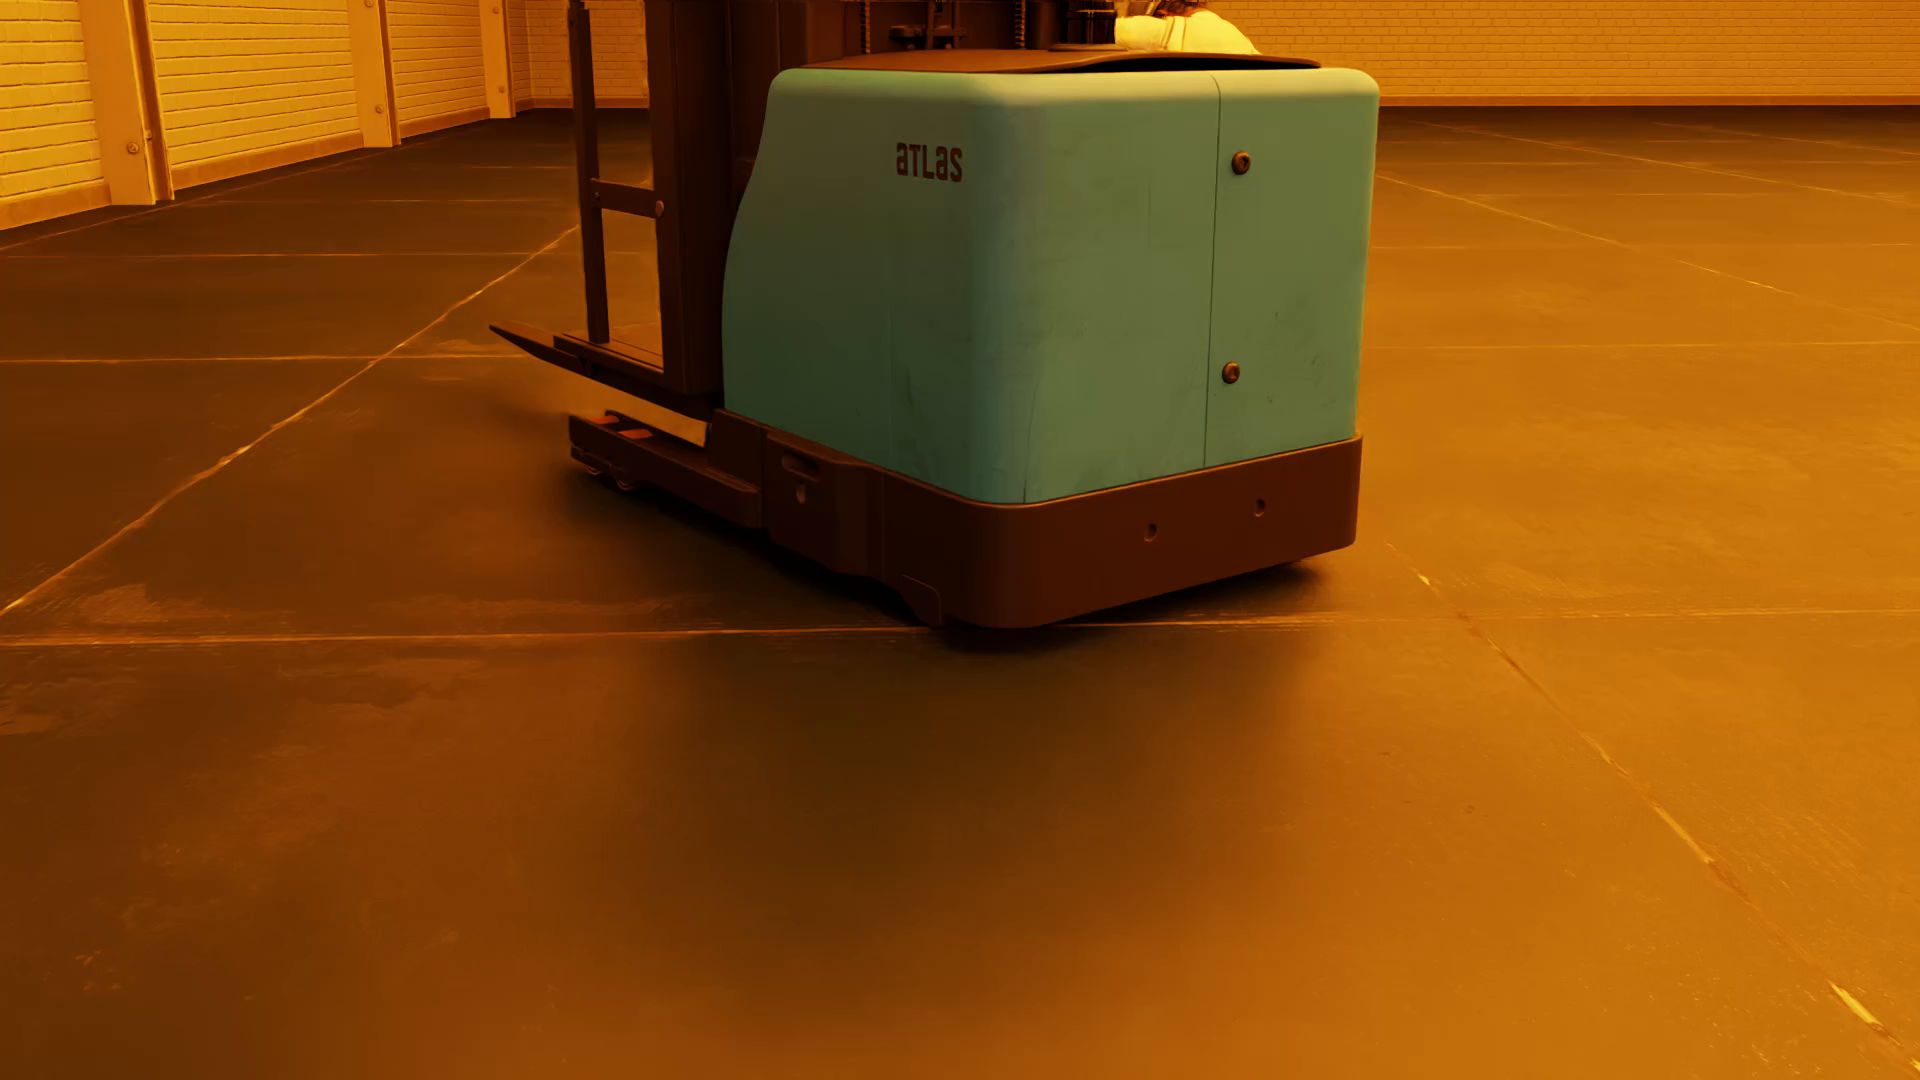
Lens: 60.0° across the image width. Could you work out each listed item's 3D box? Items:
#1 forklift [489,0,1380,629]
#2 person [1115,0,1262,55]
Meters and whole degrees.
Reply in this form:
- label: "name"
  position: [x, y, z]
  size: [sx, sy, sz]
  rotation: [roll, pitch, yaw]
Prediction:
- label: "forklift"
  position: [-0.396, -1.601, 4.141]
  size: [1.130, 2.935, 3.031]
  rotation: [-12, 21, -34]
- label: "person"
  position: [0.576, -1.051, 5.072]
  size: [1.287, 1.340, 0.800]
  rotation: [0, 17, -1]
